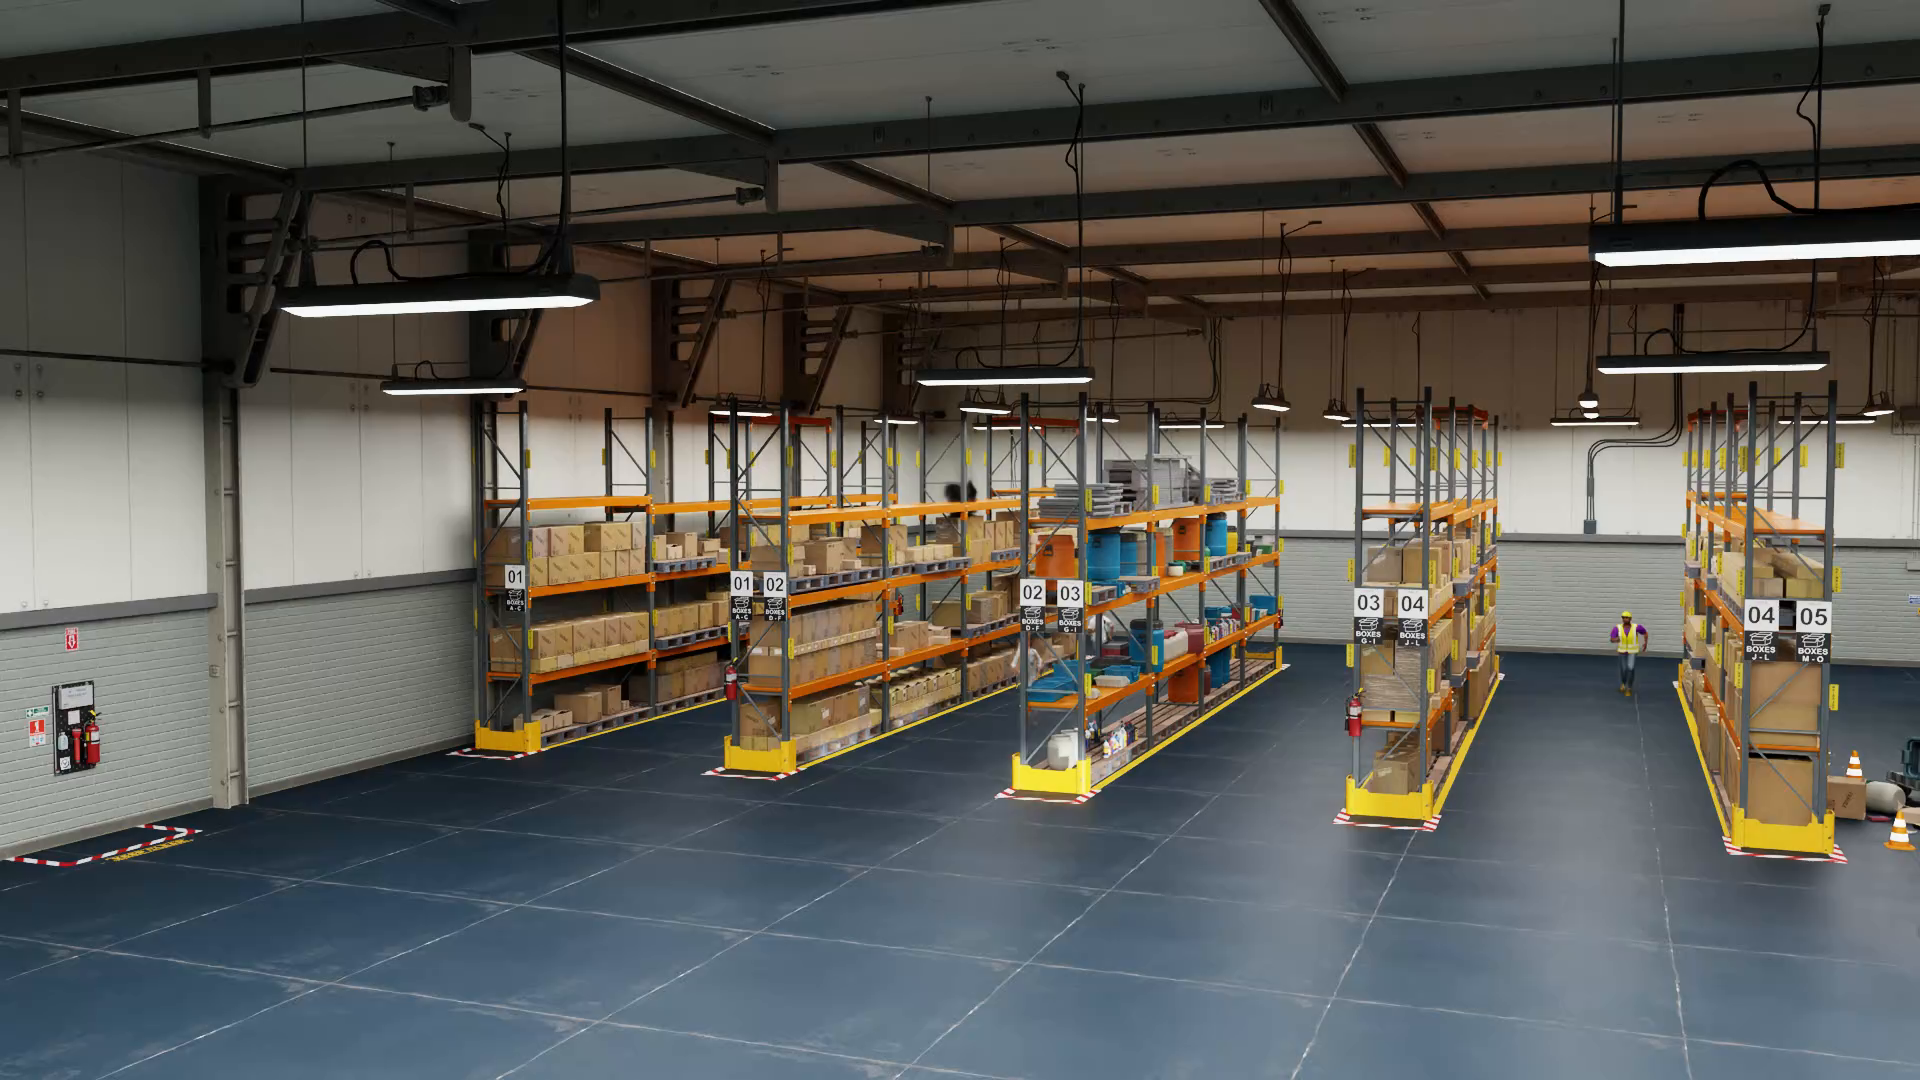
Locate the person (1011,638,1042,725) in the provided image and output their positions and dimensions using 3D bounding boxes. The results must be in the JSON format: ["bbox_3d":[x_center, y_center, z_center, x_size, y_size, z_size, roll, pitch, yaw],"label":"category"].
[{"bbox_3d":[1.239,2.591,30.944,0.566,1.589,0.858,0,3,8],"label":"person"}]

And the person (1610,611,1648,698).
[{"bbox_3d":[14.146,2.410,35.201,0.710,1.815,0.906,2,3,31],"label":"person"}]

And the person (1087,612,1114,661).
[{"bbox_3d":[3.160,2.304,37.618,0.575,1.685,0.938,1,3,16],"label":"person"}]
